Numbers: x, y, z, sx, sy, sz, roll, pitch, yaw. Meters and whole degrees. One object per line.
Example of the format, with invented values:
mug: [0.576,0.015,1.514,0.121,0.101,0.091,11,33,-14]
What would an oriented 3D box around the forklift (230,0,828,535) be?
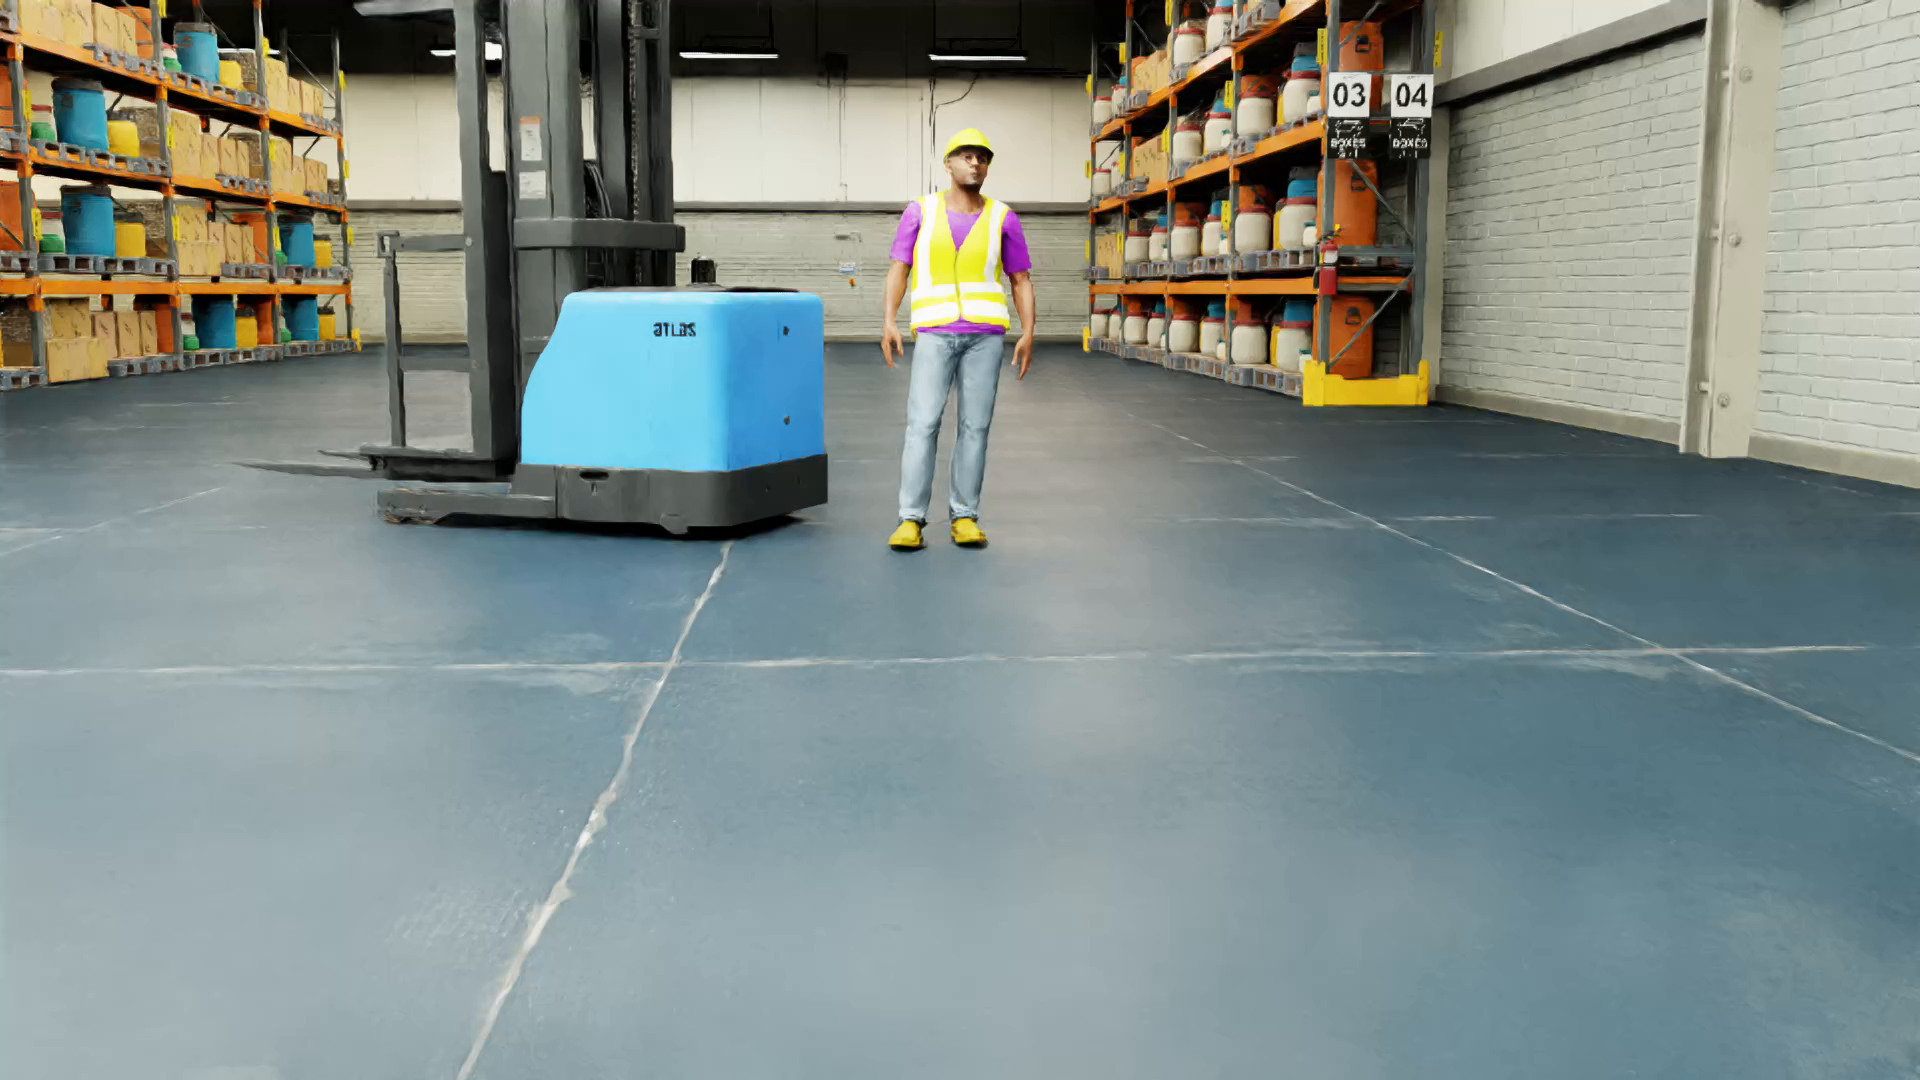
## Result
forklift: [-2.204,-1.587,8.019,3.031,2.935,1.130,4,9,23]

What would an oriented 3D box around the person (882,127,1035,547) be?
person: [-0.001,-0.871,7.110,0.665,1.766,0.576,-1,8,-4]
